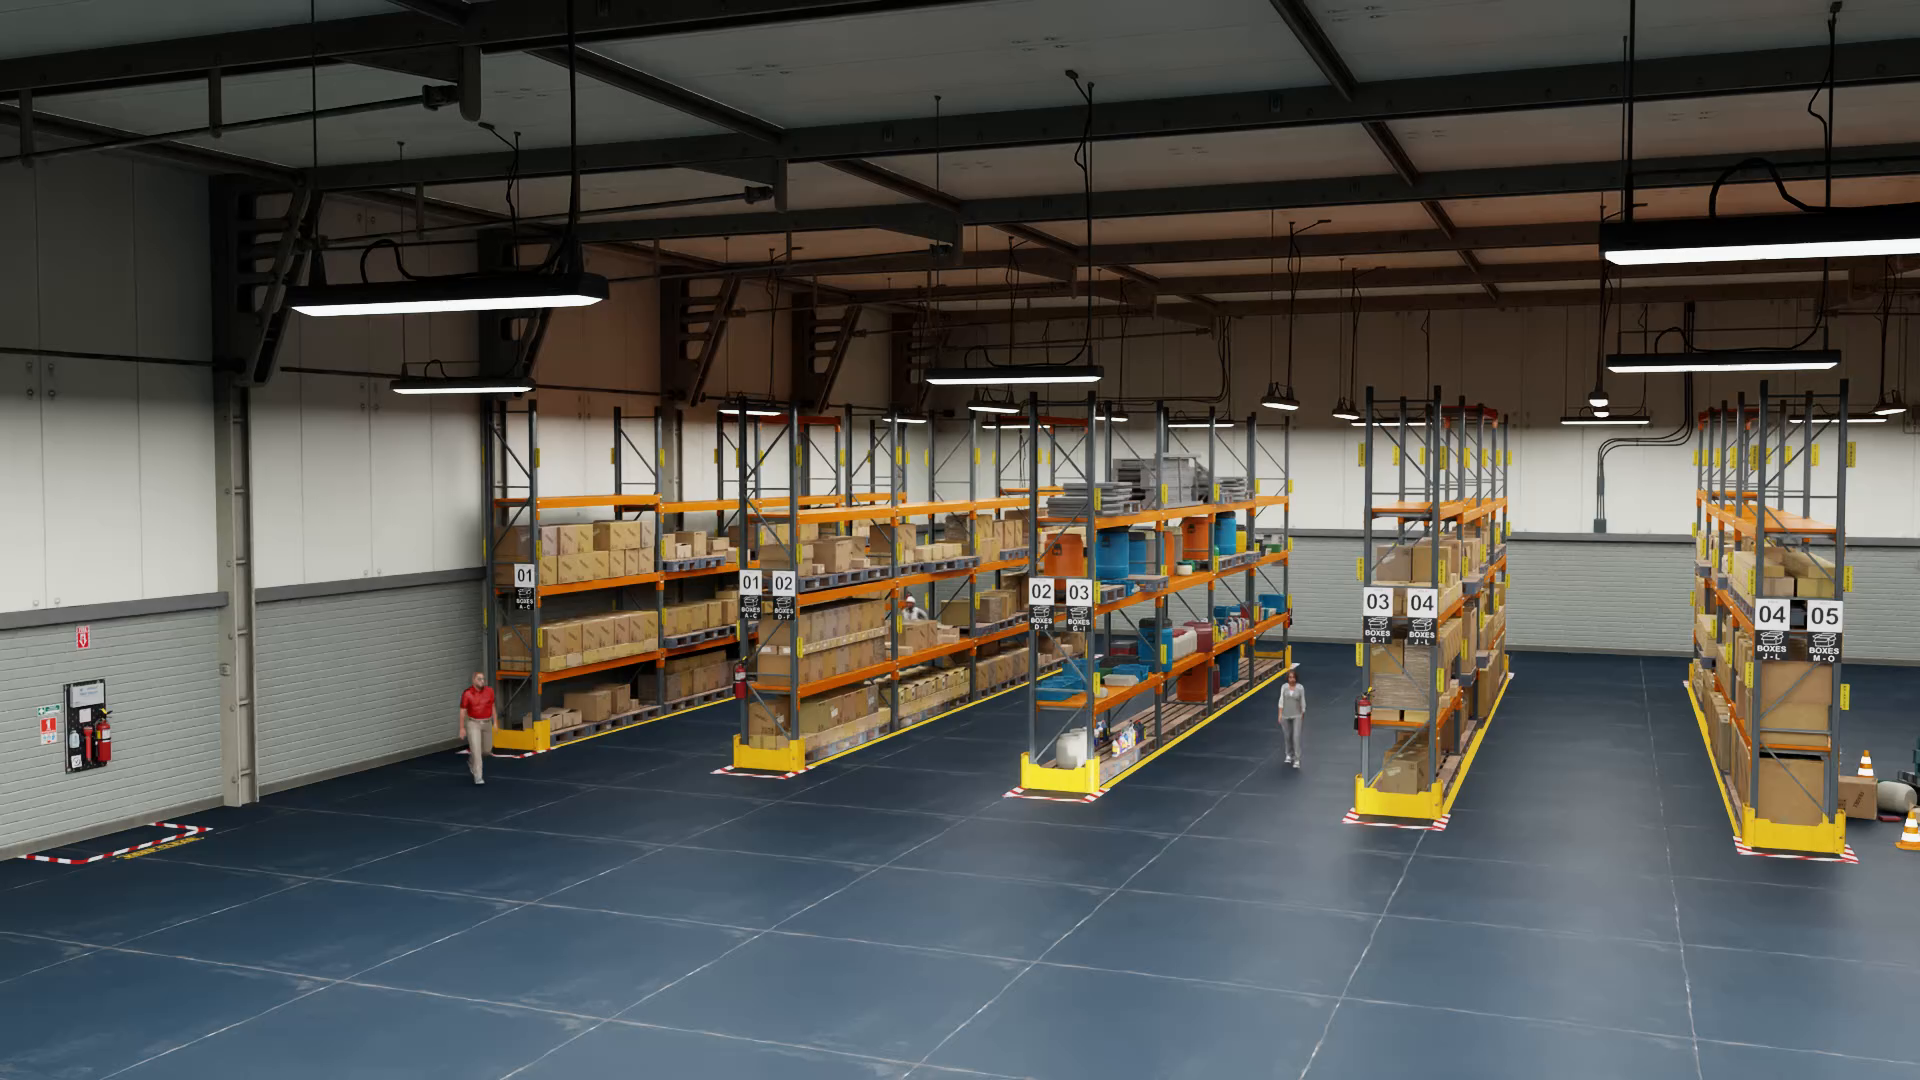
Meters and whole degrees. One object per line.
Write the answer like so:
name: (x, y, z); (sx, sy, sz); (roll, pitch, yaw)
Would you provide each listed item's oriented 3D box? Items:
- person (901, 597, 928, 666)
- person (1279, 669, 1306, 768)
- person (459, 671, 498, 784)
person: (-1.109, 2.191, 39.929); (0.650, 1.687, 0.730); (2, 3, 29)
person: (5.381, 2.879, 26.932); (0.428, 1.566, 0.791); (1, 3, 27)
person: (-7.456, 2.872, 25.755); (0.591, 1.692, 0.888); (-2, 4, -42)
